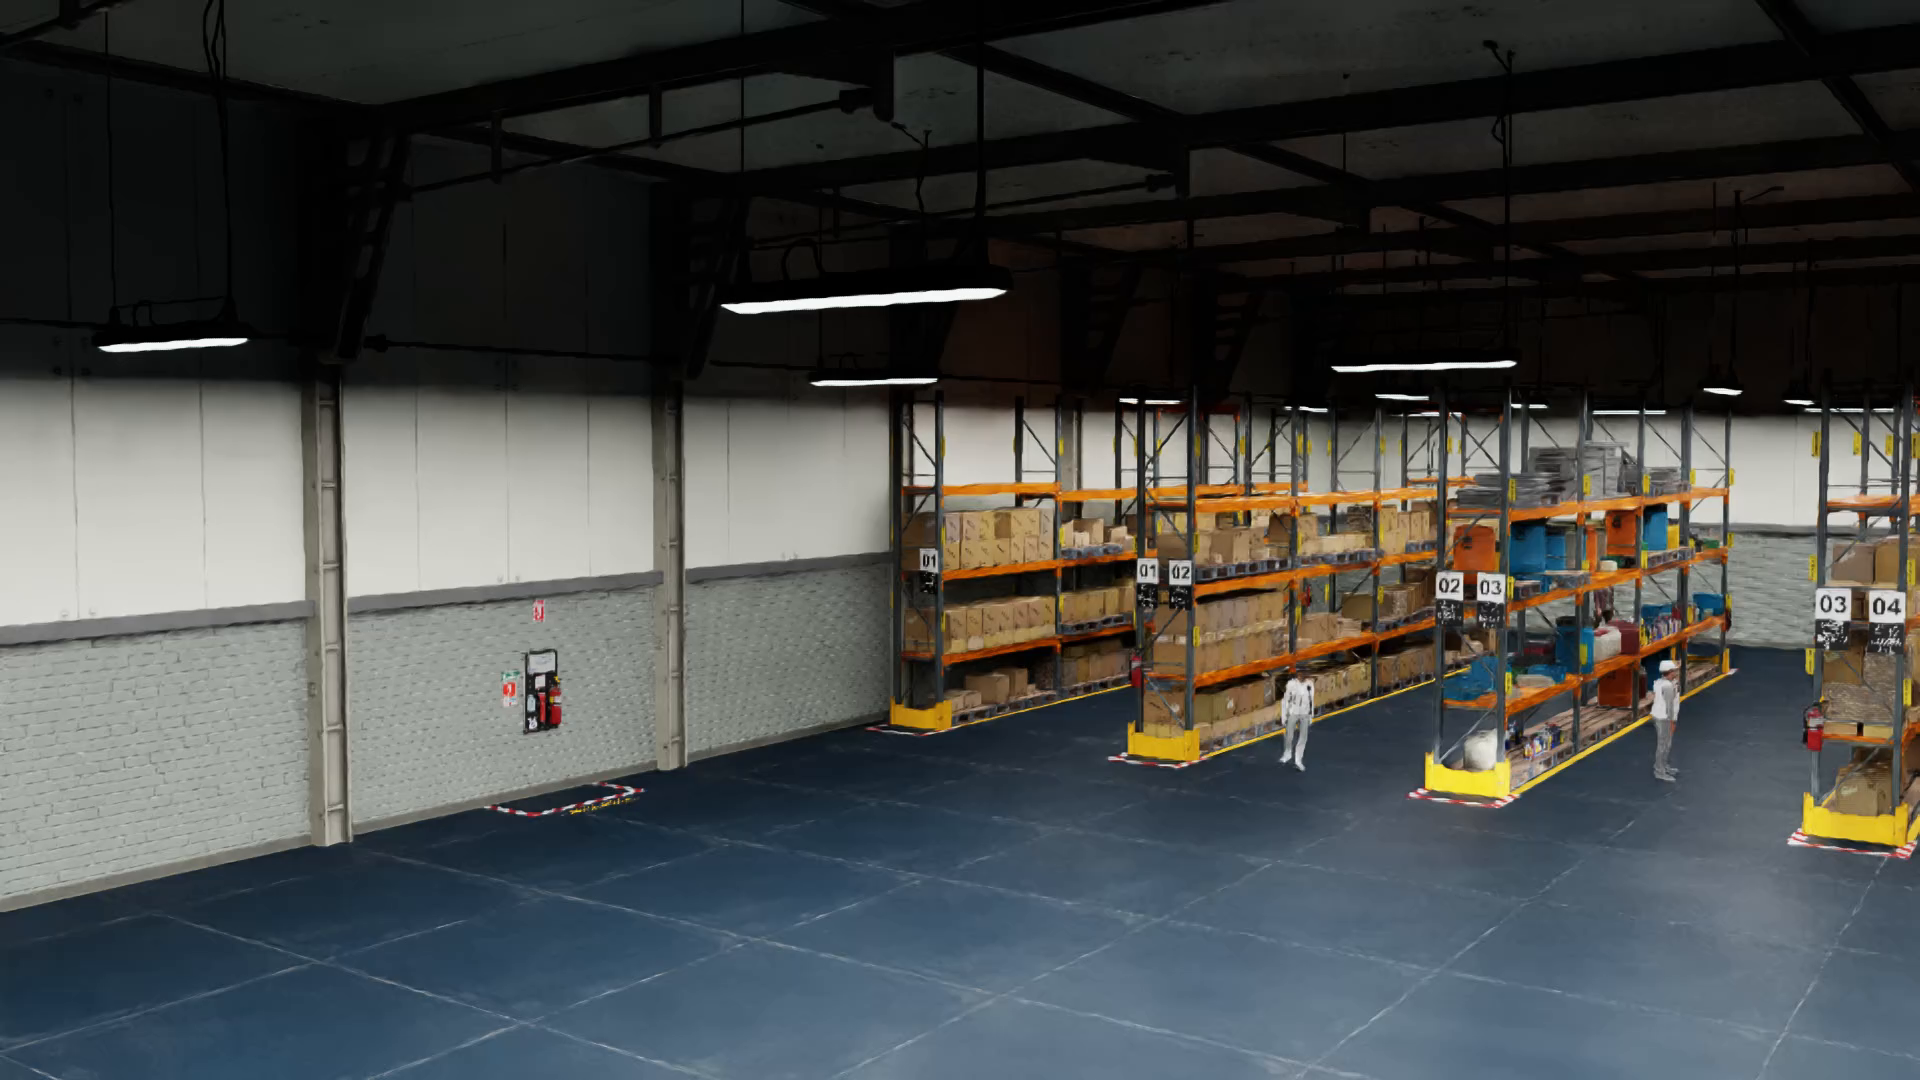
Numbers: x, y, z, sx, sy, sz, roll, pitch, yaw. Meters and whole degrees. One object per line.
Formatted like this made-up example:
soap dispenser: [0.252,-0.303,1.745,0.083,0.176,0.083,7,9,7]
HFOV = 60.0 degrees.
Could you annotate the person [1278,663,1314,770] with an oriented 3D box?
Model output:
person: [5.239,2.718,25.881,0.531,1.664,0.530,0,3,-1]

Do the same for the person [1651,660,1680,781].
person: [10.663,2.689,25.023,0.463,1.782,0.598,0,3,7]

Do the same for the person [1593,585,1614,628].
person: [16.314,1.734,42.357,0.752,1.777,0.500,-1,3,-14]
